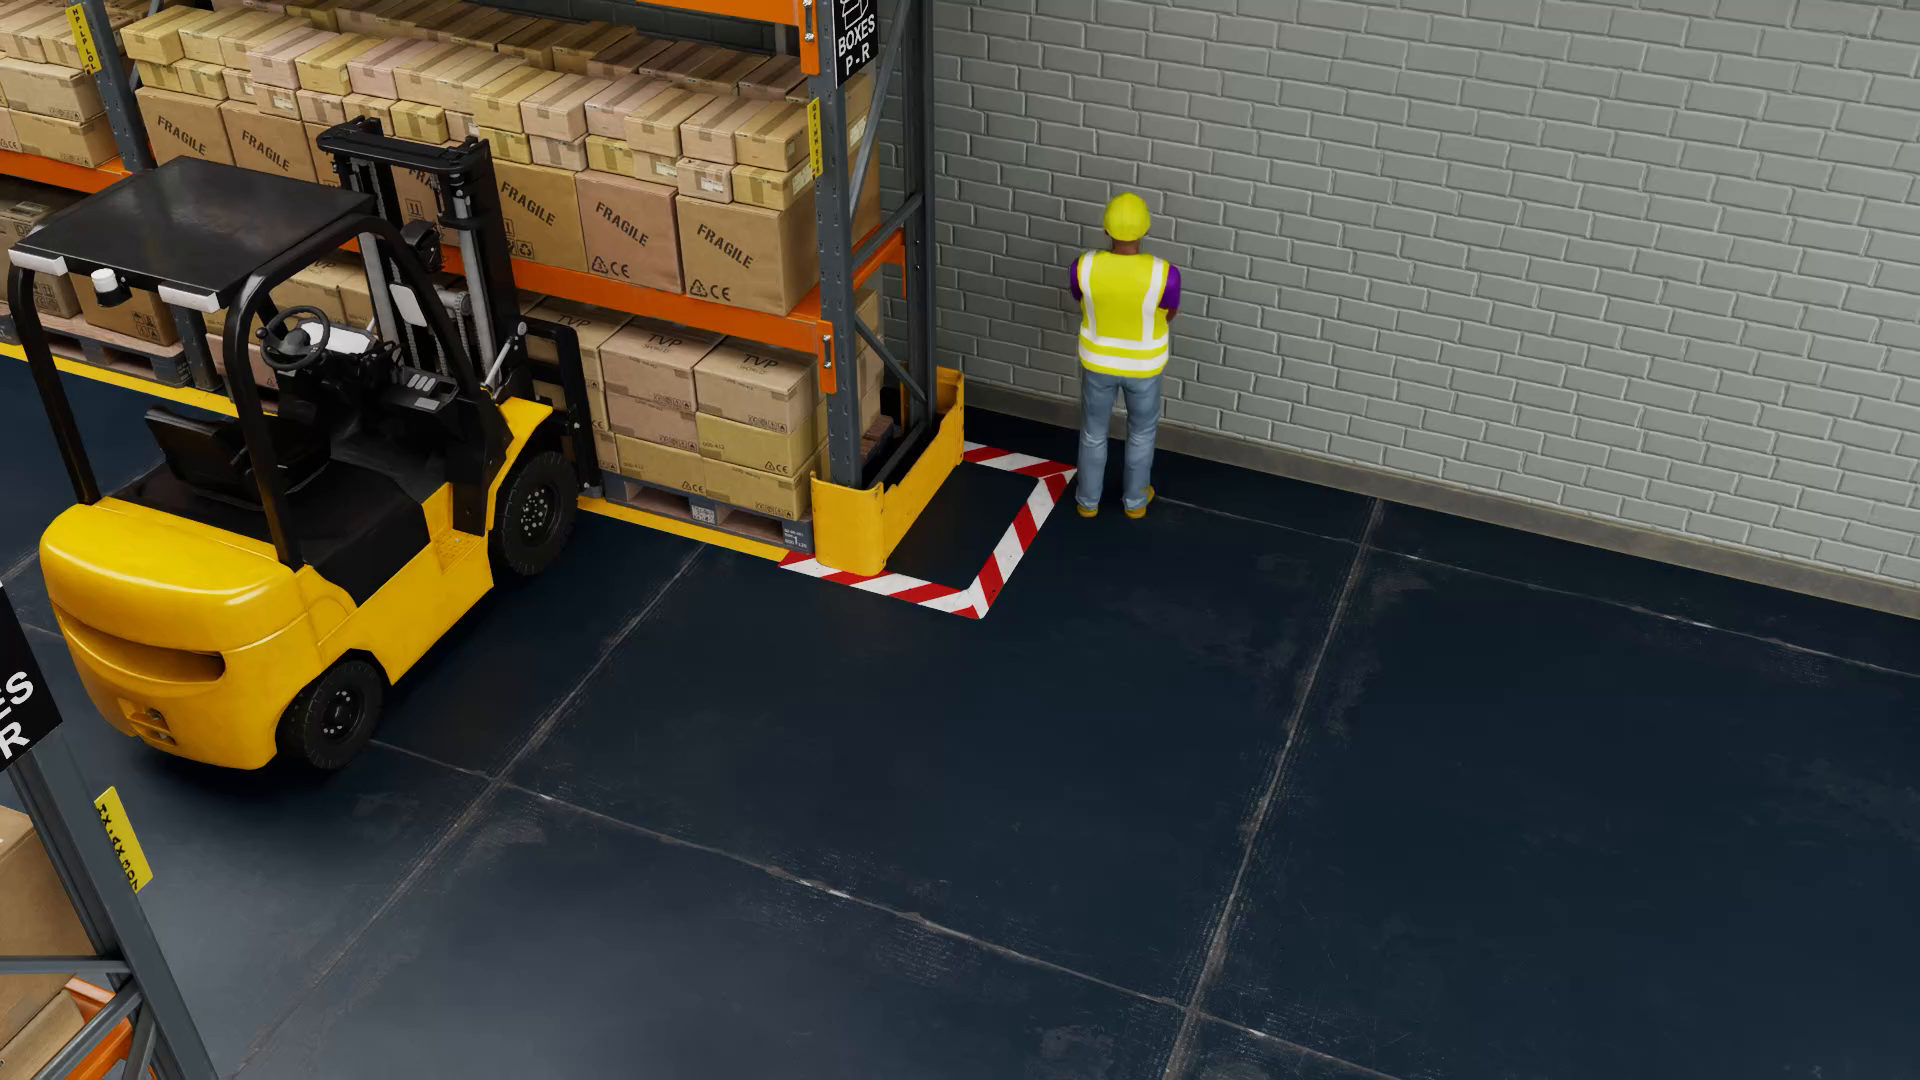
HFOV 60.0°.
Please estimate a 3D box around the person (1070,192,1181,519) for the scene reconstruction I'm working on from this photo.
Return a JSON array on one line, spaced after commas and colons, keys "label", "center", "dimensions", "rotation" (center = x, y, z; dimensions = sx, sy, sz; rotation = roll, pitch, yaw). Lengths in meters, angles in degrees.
[{"label": "person", "center": [0.790, -0.911, 7.999], "dimensions": [0.510, 1.764, 0.575], "rotation": [8, 38, 11]}]
